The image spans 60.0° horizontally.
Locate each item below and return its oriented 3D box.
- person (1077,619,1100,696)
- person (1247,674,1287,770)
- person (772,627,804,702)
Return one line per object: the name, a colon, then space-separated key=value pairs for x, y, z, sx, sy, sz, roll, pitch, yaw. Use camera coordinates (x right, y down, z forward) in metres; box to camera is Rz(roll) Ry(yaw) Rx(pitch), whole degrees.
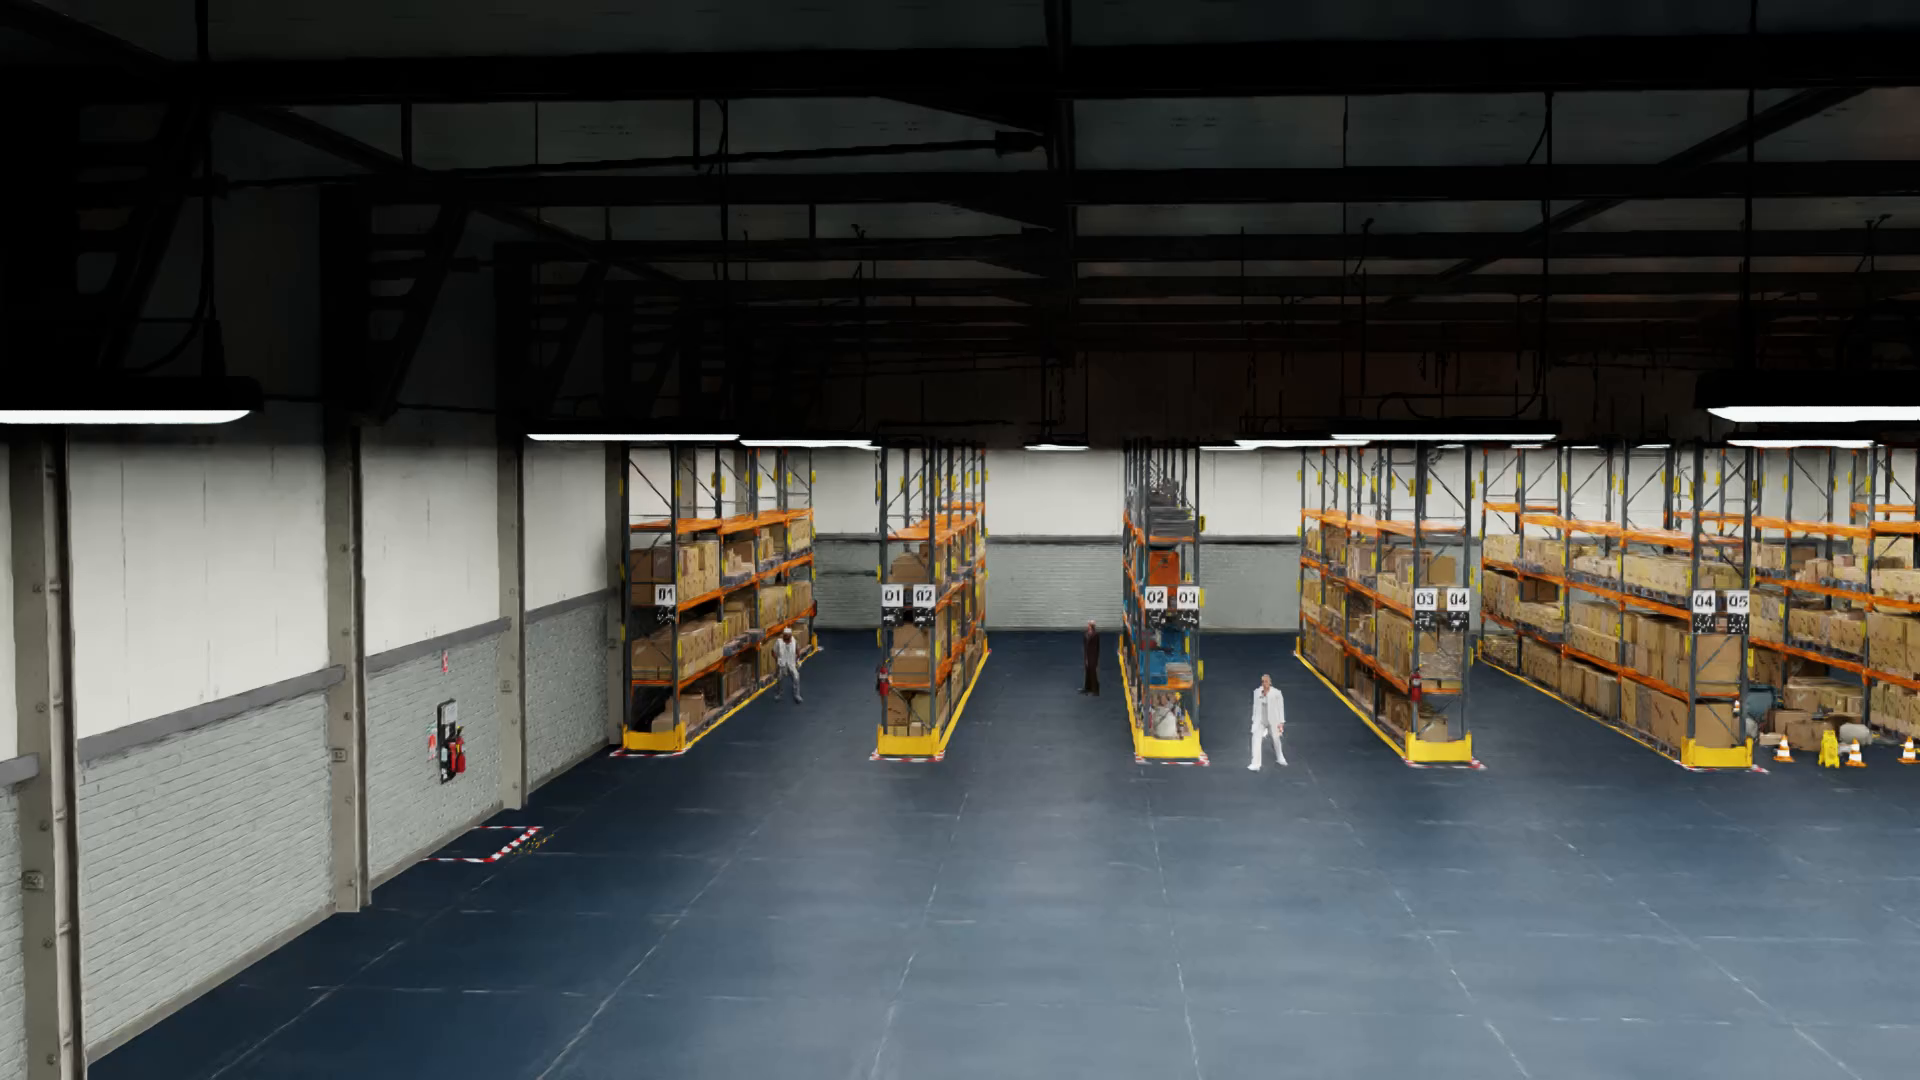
person: x=3.016 y=2.735 z=38.982 sx=0.672 sy=1.771 sz=0.775 roll=1 pitch=3 yaw=24
person: x=5.544 y=3.261 z=29.939 sx=0.635 sy=1.722 sz=1.045 roll=1 pitch=3 yaw=25
person: x=-3.950 y=2.828 z=37.932 sx=0.701 sy=1.717 sz=0.849 roll=-1 pitch=3 yaw=-12
